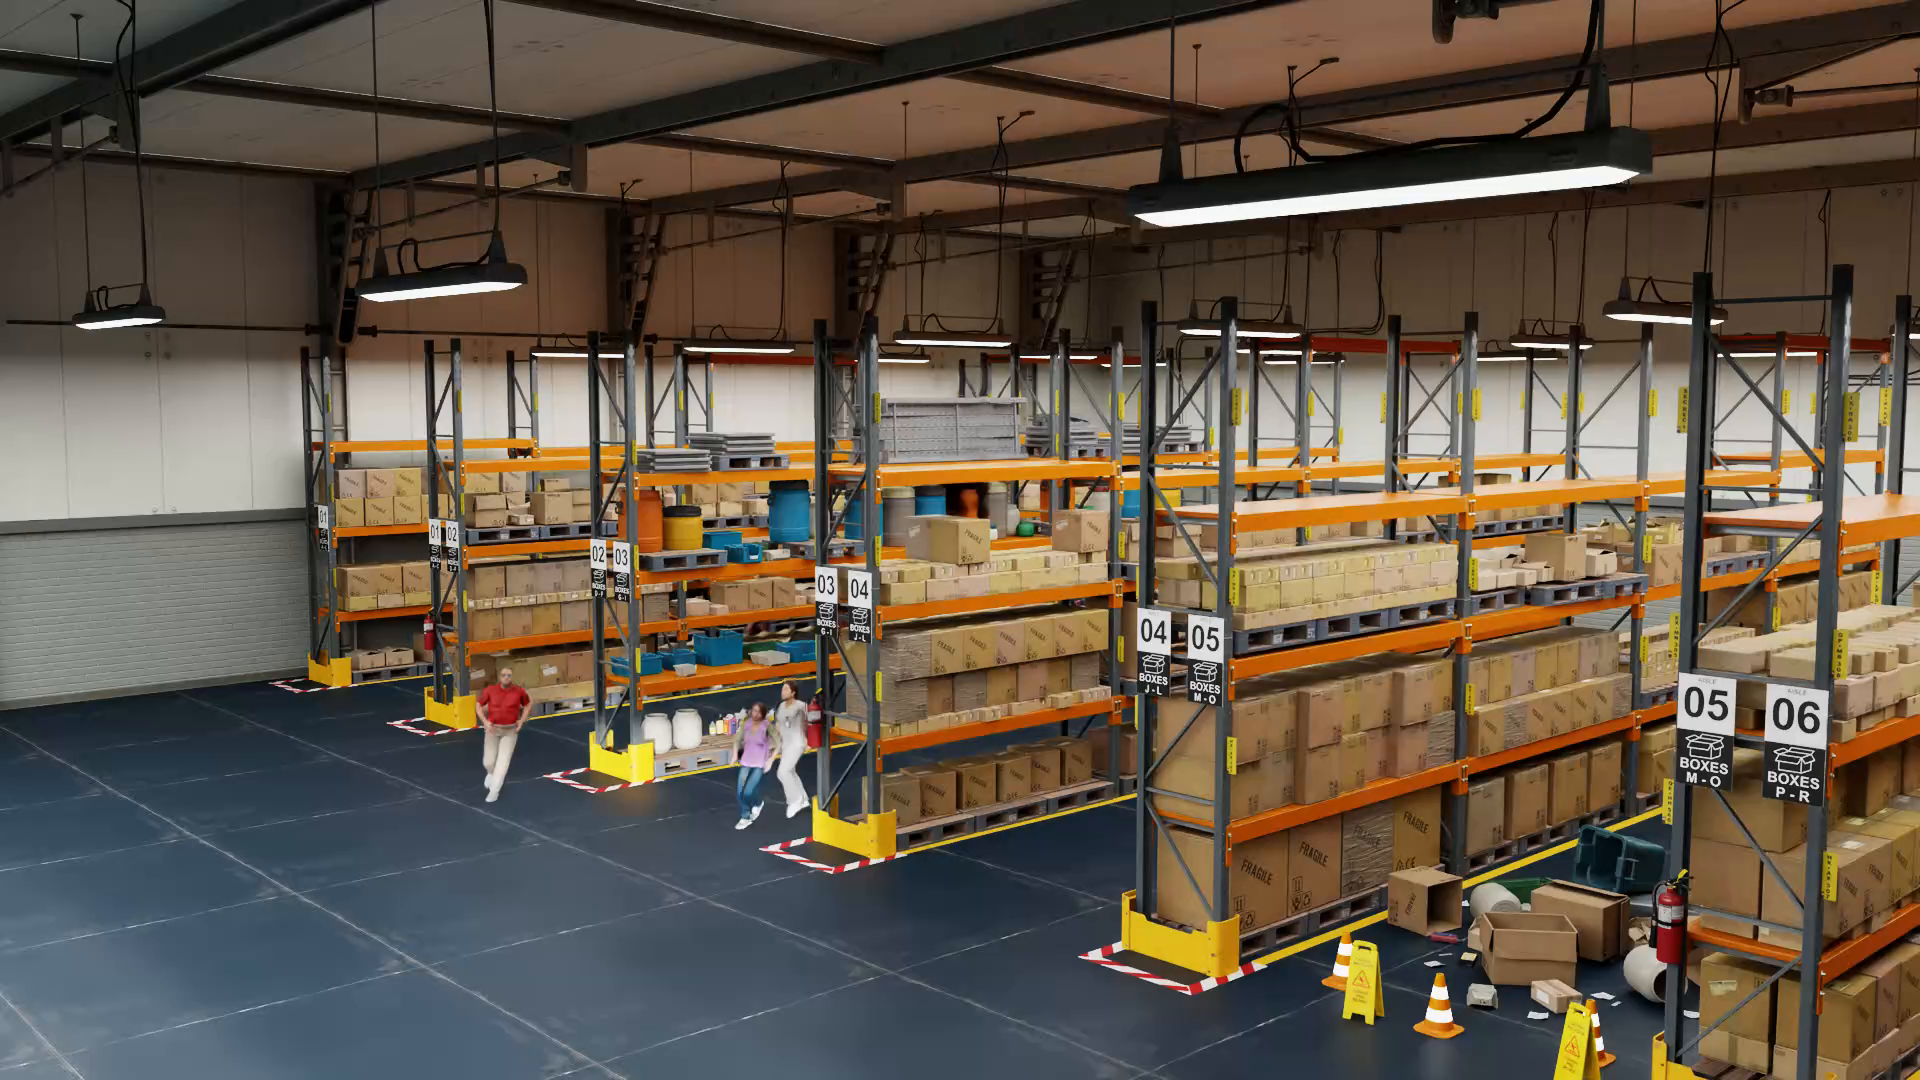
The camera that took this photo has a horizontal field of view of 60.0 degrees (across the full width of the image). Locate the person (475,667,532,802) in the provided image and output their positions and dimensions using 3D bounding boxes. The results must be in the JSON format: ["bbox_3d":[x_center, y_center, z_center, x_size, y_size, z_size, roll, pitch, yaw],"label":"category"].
[{"bbox_3d":[-5.859,2.456,21.376,0.699,1.689,0.694,-1,5,-15],"label":"person"}]

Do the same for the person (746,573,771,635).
[{"bbox_3d":[-3.855,1.495,32.501,0.741,1.713,0.547,-5,7,-43],"label":"person"}]

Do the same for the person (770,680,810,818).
[{"bbox_3d":[-2.055,2.541,20.338,0.600,1.668,0.629,5,7,42],"label":"person"}]

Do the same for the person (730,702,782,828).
[{"bbox_3d":[-2.437,2.677,19.684,0.595,1.545,0.467,2,5,23],"label":"person"}]
